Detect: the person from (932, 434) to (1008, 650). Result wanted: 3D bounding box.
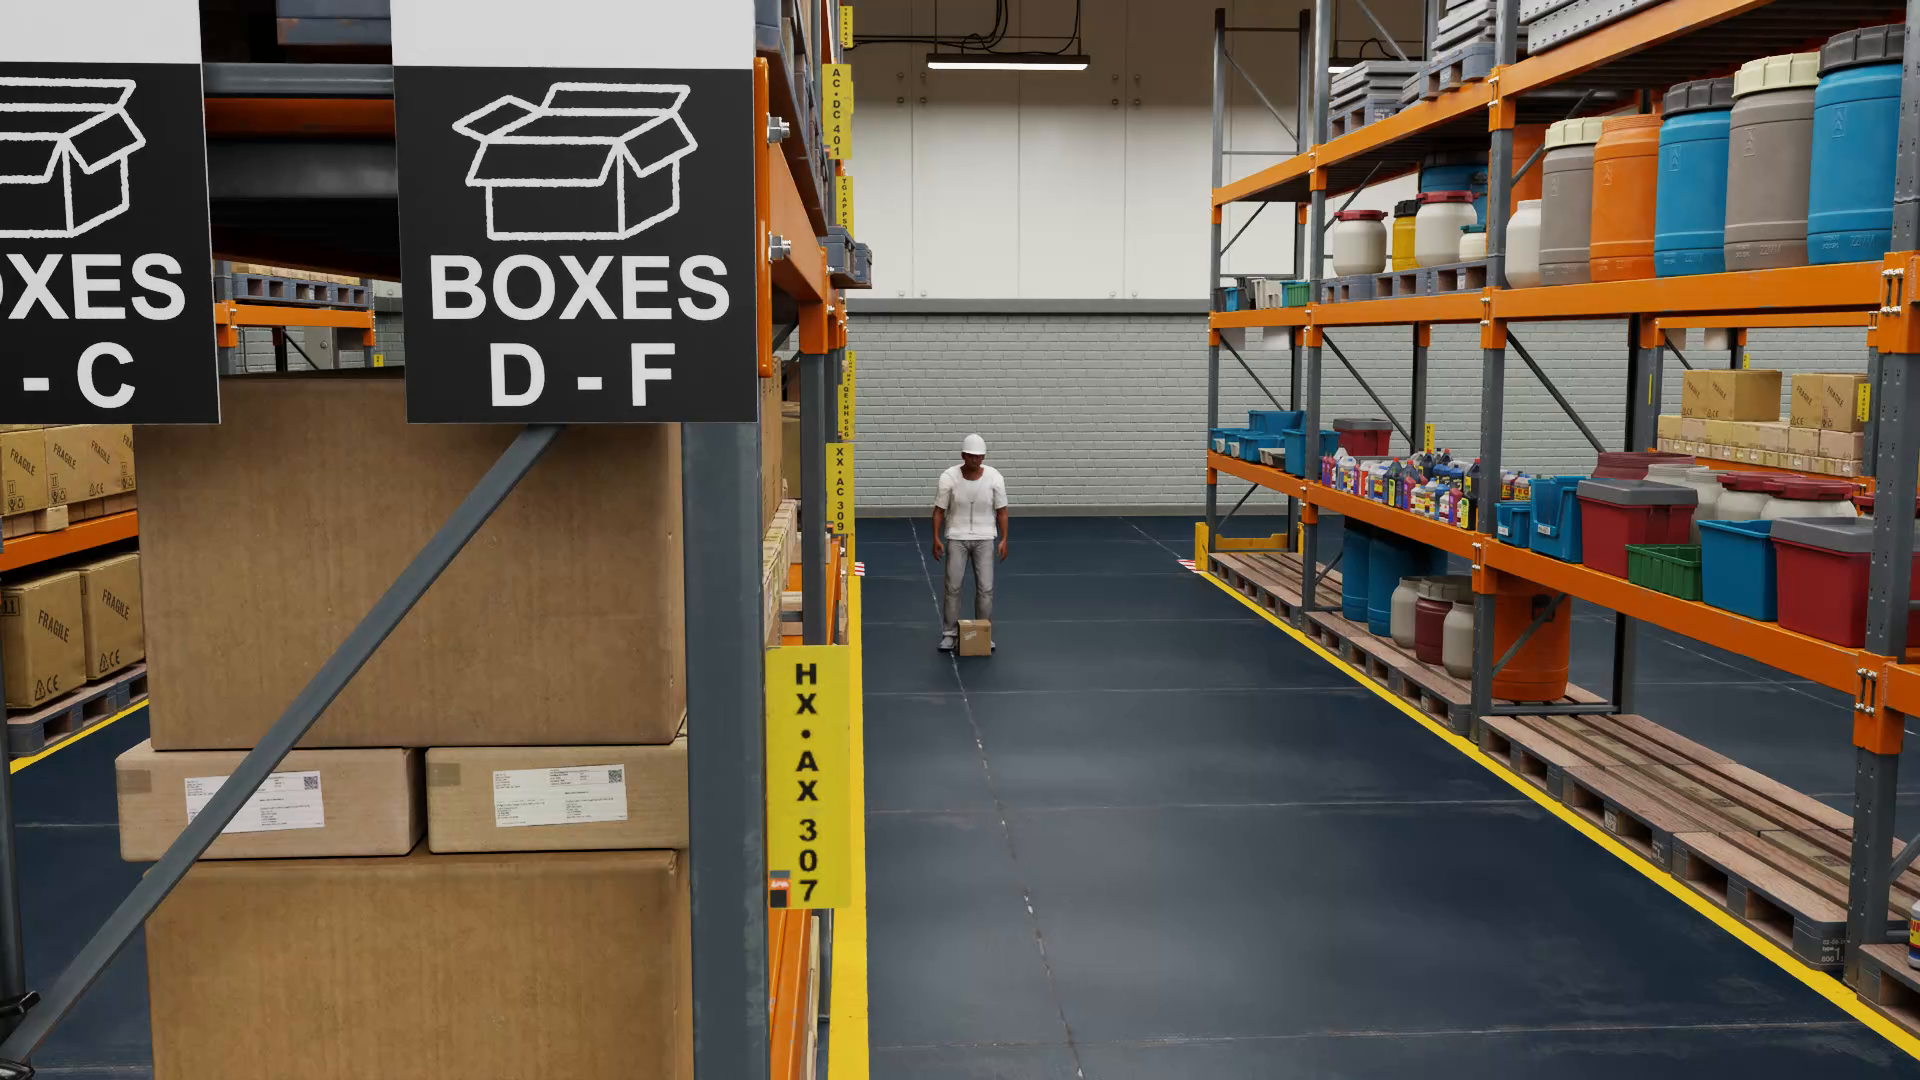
[{"bbox_3d":[0.085,0.012,13.564,0.627,1.760,0.461,0,7,-3],"label":"person"}]
